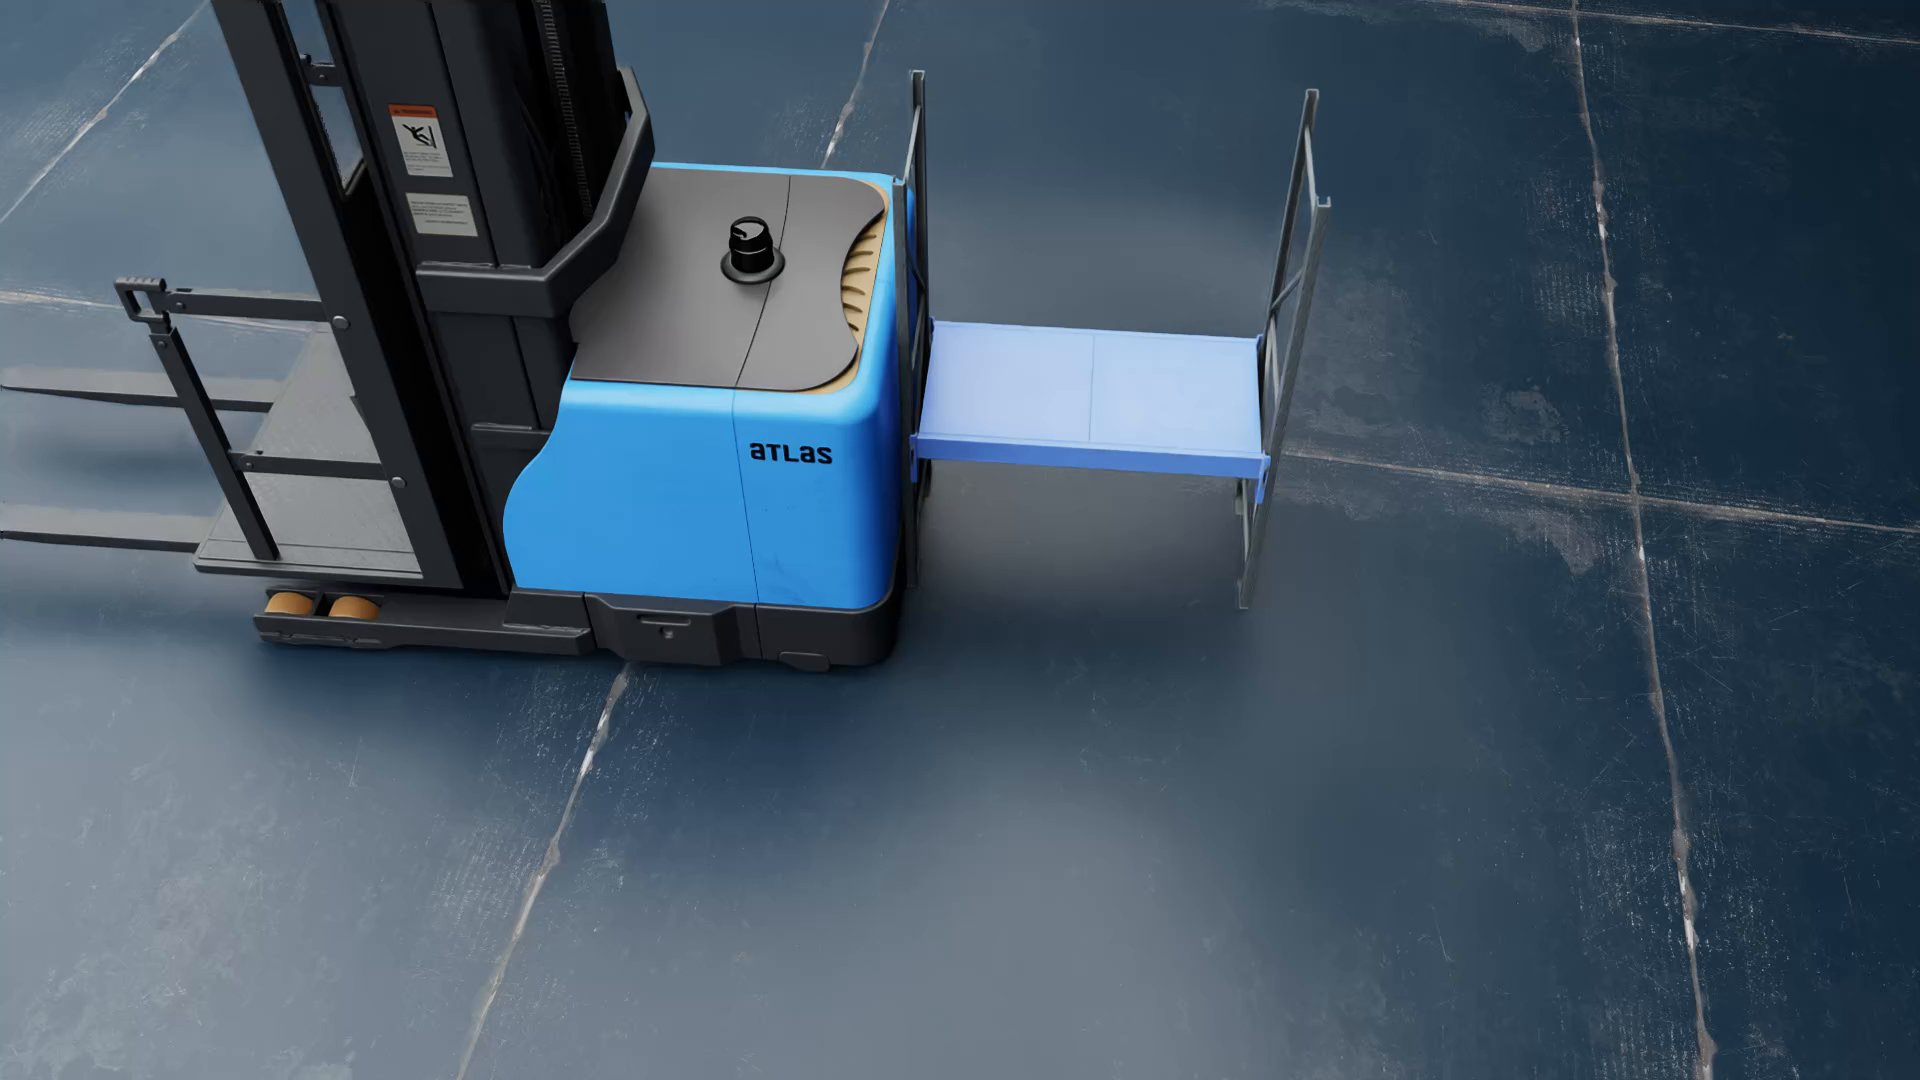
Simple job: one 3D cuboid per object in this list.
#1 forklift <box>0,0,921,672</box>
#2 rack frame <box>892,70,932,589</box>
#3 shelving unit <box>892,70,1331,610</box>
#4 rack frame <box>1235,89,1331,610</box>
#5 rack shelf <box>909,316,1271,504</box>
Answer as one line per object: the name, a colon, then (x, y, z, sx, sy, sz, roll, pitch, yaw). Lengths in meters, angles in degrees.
forklift: (-1.662, -1.044, 4.218, 3.031, 2.935, 1.130, 4, 48, 3)
rack frame: (-0.128, -0.538, 4.725, 0.032, 1.500, 0.500, 4, 48, 3)
shelving unit: (0.378, -0.506, 4.696, 1.048, 1.500, 0.538, 4, 48, 3)
rack frame: (0.885, -0.474, 4.667, 0.032, 1.500, 0.500, 4, 48, 3)
rack shelf: (0.378, -0.386, 4.830, 1.000, 0.185, 0.538, 4, 48, 3)
